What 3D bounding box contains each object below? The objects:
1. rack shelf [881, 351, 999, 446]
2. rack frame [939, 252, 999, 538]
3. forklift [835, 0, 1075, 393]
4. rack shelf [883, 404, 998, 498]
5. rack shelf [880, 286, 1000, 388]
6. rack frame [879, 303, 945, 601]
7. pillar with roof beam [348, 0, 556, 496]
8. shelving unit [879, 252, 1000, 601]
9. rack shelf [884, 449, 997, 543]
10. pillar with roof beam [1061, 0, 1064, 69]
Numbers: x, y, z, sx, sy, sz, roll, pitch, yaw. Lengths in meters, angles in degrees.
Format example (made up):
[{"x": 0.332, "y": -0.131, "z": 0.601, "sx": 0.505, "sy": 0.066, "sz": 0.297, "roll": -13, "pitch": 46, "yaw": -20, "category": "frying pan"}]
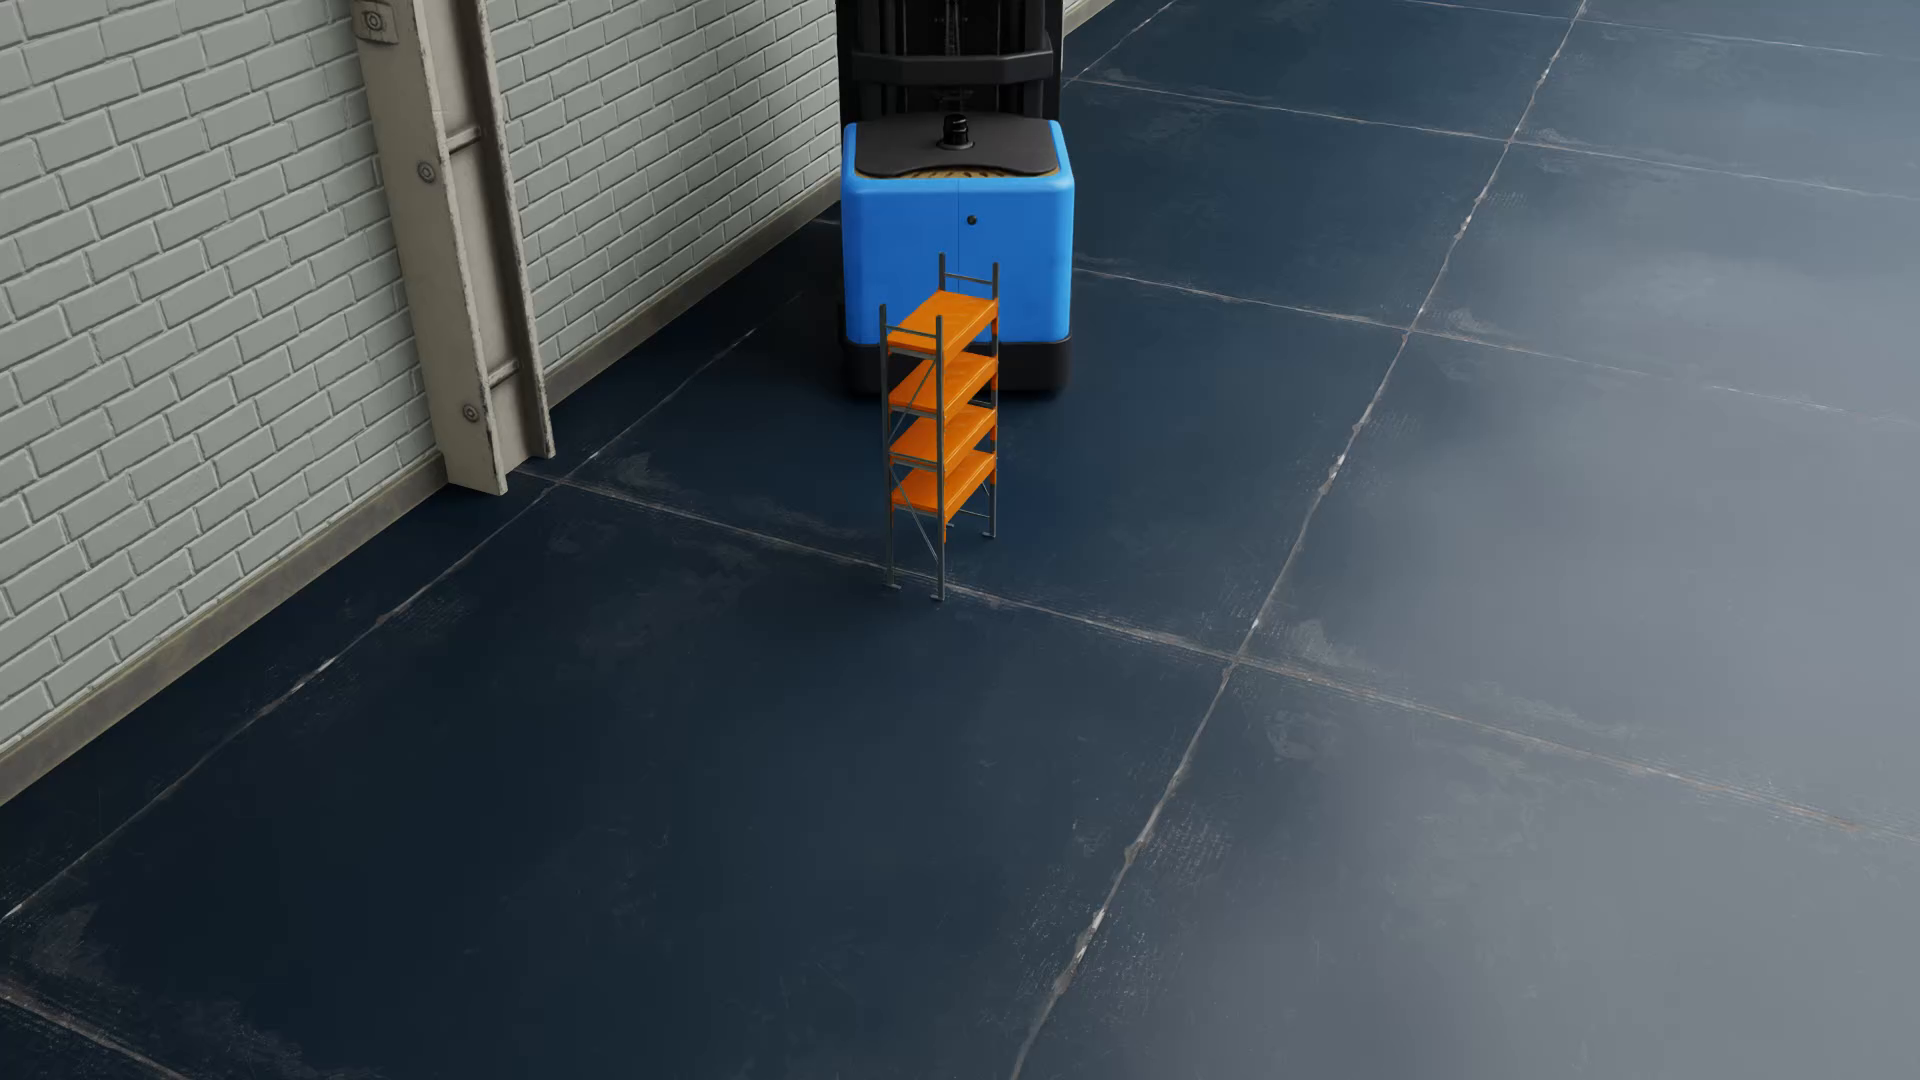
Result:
[{"x": -0.069, "y": -0.550, "z": 6.209, "sx": 0.258, "sy": 0.148, "sz": 0.480, "roll": 14, "pitch": 36, "yaw": 20, "category": "rack shelf"}, {"x": 0.033, "y": -0.541, "z": 6.481, "sx": 0.240, "sy": 1.200, "sz": 0.015, "roll": 14, "pitch": 36, "yaw": 20, "category": "rack frame"}, {"x": -0.060, "y": -2.681, "z": 8.166, "sx": 1.130, "sy": 2.935, "sz": 3.031, "roll": -1, "pitch": 33, "yaw": -2, "category": "forklift"}, {"x": -0.069, "y": -0.363, "z": 6.332, "sx": 0.258, "sy": 0.148, "sz": 0.480, "roll": 14, "pitch": 36, "yaw": 20, "category": "rack shelf"}, {"x": -0.069, "y": -0.748, "z": 6.080, "sx": 0.258, "sy": 0.148, "sz": 0.480, "roll": 14, "pitch": 36, "yaw": 20, "category": "rack shelf"}, {"x": -0.171, "y": -0.298, "z": 6.110, "sx": 0.240, "sy": 1.200, "sz": 0.015, "roll": 14, "pitch": 36, "yaw": 20, "category": "rack frame"}, {"x": 1.909, "y": -3.096, "z": 3.264, "sx": 9.100, "sy": 9.000, "sz": 0.400, "roll": 14, "pitch": 36, "yaw": 20, "category": "pillar with roof beam"}, {"x": -0.069, "y": -0.419, "z": 6.295, "sx": 0.258, "sy": 1.200, "sz": 0.503, "roll": 14, "pitch": 36, "yaw": 20, "category": "shelving unit"}, {"x": -0.069, "y": -0.197, "z": 6.441, "sx": 0.258, "sy": 0.148, "sz": 0.480, "roll": 14, "pitch": 36, "yaw": 20, "category": "rack shelf"}, {"x": 4.419, "y": -6.084, "z": 7.822, "sx": 9.100, "sy": 9.000, "sz": 0.400, "roll": 14, "pitch": 36, "yaw": 20, "category": "pillar with roof beam"}]
